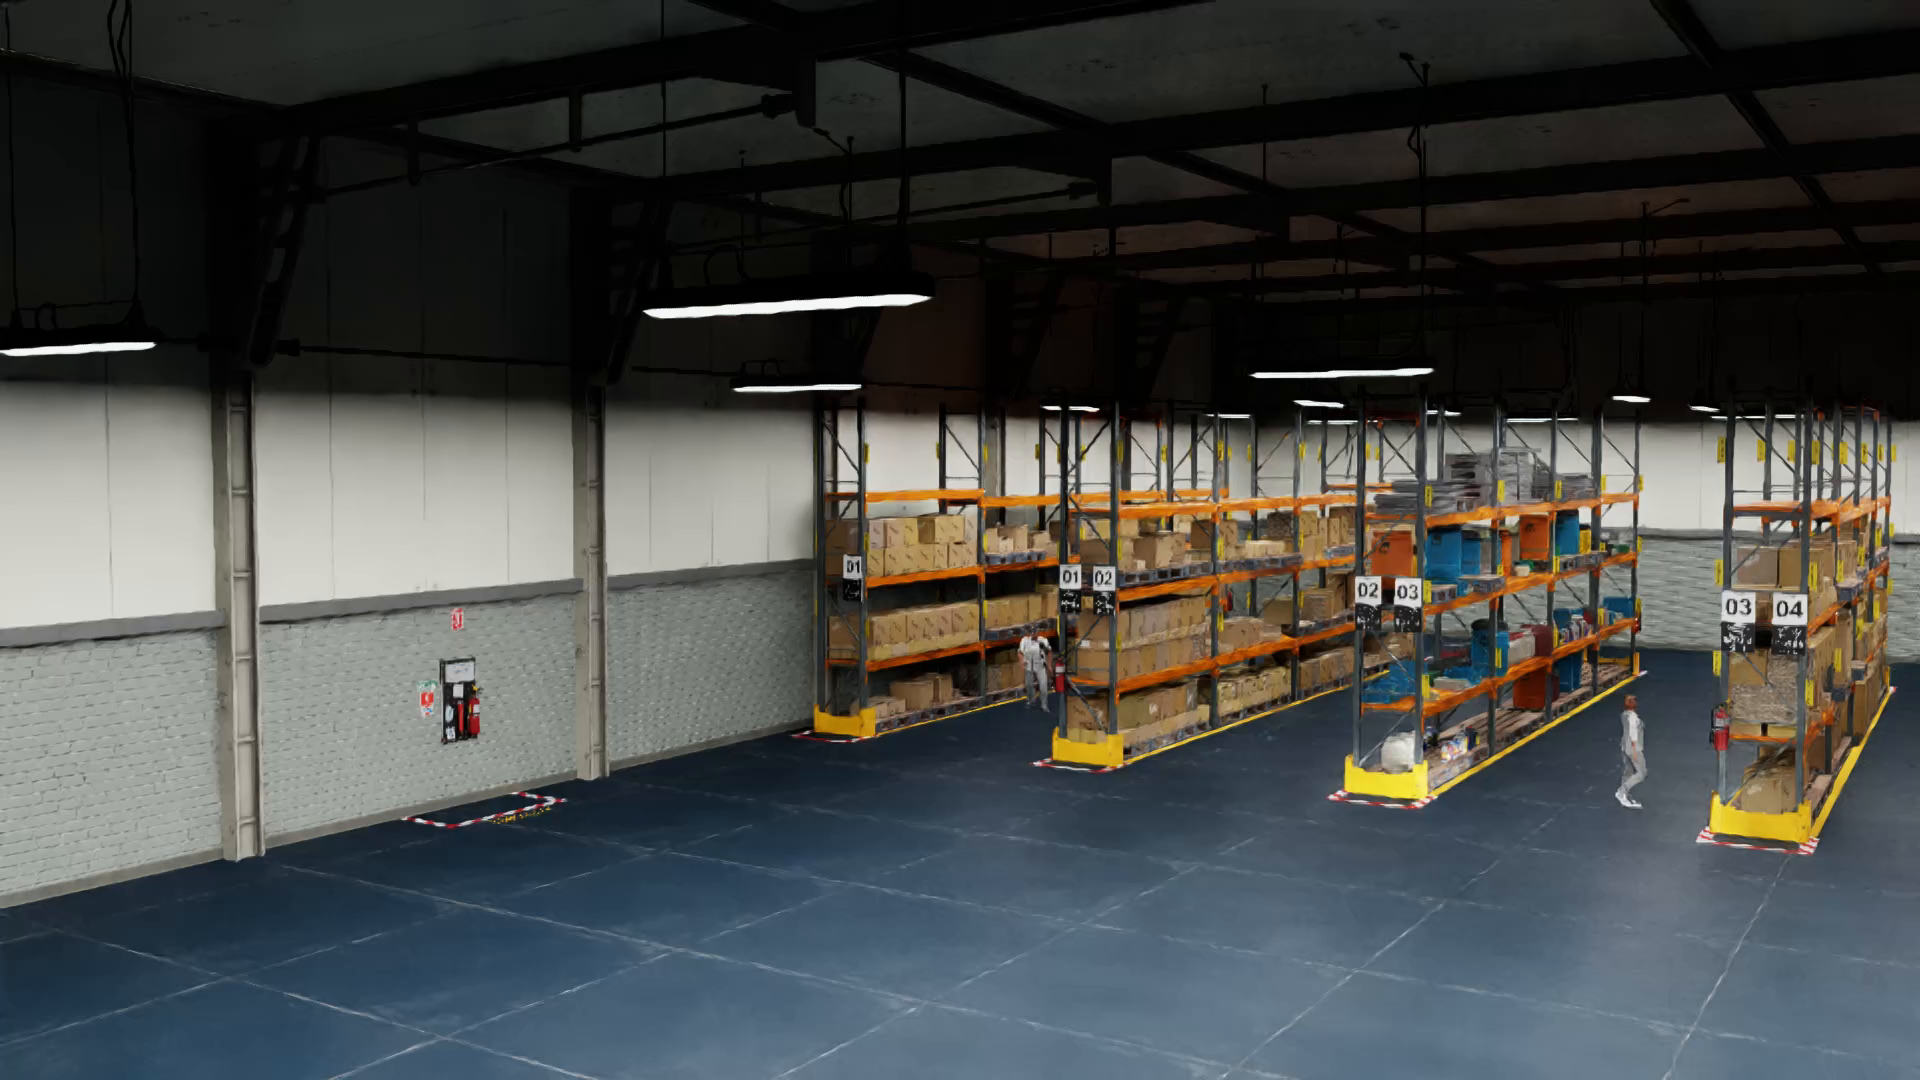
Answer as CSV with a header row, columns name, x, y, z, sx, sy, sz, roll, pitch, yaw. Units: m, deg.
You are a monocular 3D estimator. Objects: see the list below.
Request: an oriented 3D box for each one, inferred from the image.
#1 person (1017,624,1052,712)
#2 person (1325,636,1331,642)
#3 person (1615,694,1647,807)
name,x,y,z,sx,sy,sz,roll,pitch,yaw
person,1.478,2.456,32.239,0.706,1.695,0.843,1,3,15
person,8.886,2.058,40.707,0.639,1.632,0.498,2,3,31
person,9.445,2.972,23.458,0.400,1.594,0.453,0,3,2
